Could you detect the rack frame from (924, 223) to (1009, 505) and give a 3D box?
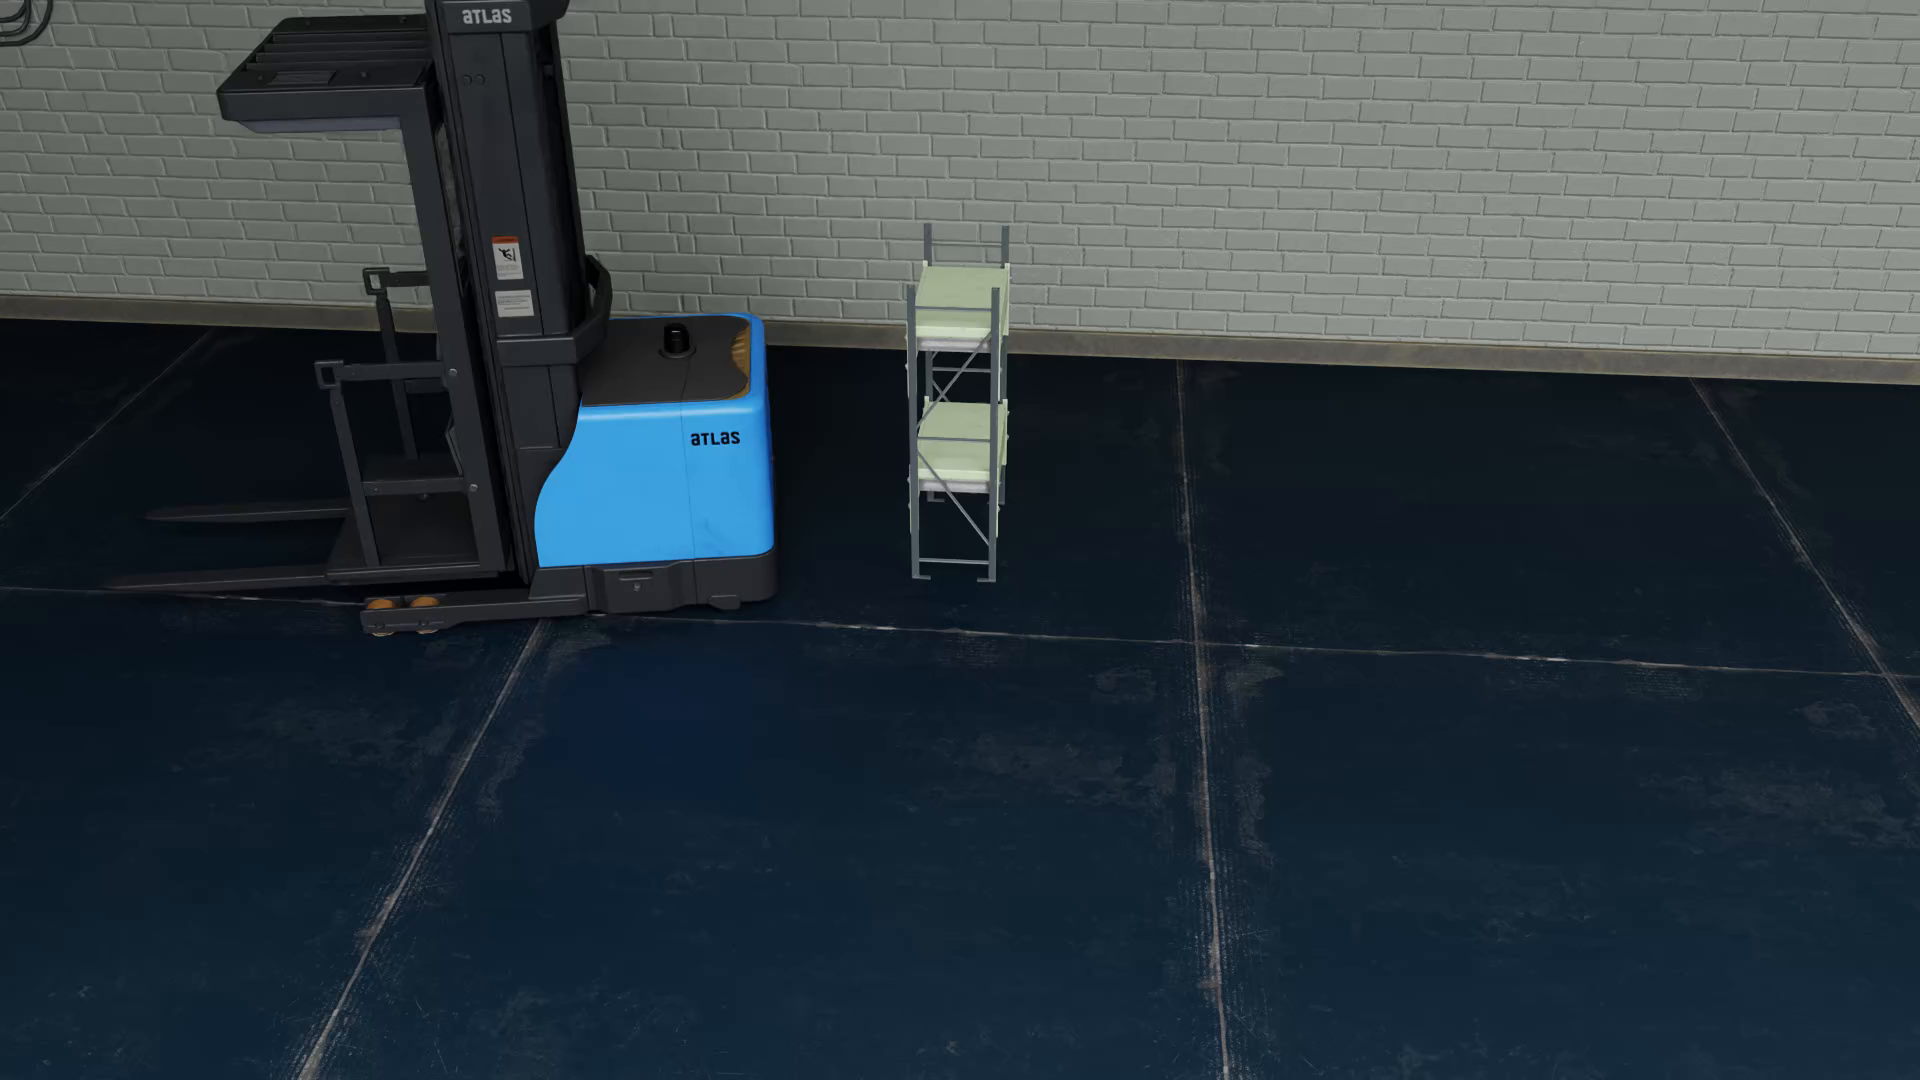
[{"bbox_3d":[0.030,-0.833,8.173,0.400,1.500,0.023,2,32,4],"label":"rack frame"}]

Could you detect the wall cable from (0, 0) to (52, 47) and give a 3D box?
[{"bbox_3d":[-6.660,-3.926,9.003,3.097,2.526,0.112,2,32,4],"label":"wall cable"}]

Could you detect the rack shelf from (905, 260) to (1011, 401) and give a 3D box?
[{"bbox_3d":[0.001,-0.974,7.657,0.431,0.370,0.720,2,32,4],"label":"rack shelf"}]

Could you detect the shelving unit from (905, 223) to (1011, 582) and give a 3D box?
[{"bbox_3d":[0.001,-0.642,7.862,0.431,1.500,0.755,2,32,4],"label":"shelving unit"}]

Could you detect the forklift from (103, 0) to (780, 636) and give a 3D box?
[{"bbox_3d":[-2.390,-1.103,7.247,3.031,2.935,1.130,-3,32,-5],"label":"forklift"}]

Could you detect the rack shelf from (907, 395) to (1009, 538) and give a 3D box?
[{"bbox_3d":[0.001,-0.364,8.033,0.431,0.370,0.720,2,32,4],"label":"rack shelf"}]

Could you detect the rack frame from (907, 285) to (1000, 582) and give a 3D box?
[{"bbox_3d":[-0.029,-0.451,7.552,0.400,1.500,0.023,2,32,4],"label":"rack frame"}]
